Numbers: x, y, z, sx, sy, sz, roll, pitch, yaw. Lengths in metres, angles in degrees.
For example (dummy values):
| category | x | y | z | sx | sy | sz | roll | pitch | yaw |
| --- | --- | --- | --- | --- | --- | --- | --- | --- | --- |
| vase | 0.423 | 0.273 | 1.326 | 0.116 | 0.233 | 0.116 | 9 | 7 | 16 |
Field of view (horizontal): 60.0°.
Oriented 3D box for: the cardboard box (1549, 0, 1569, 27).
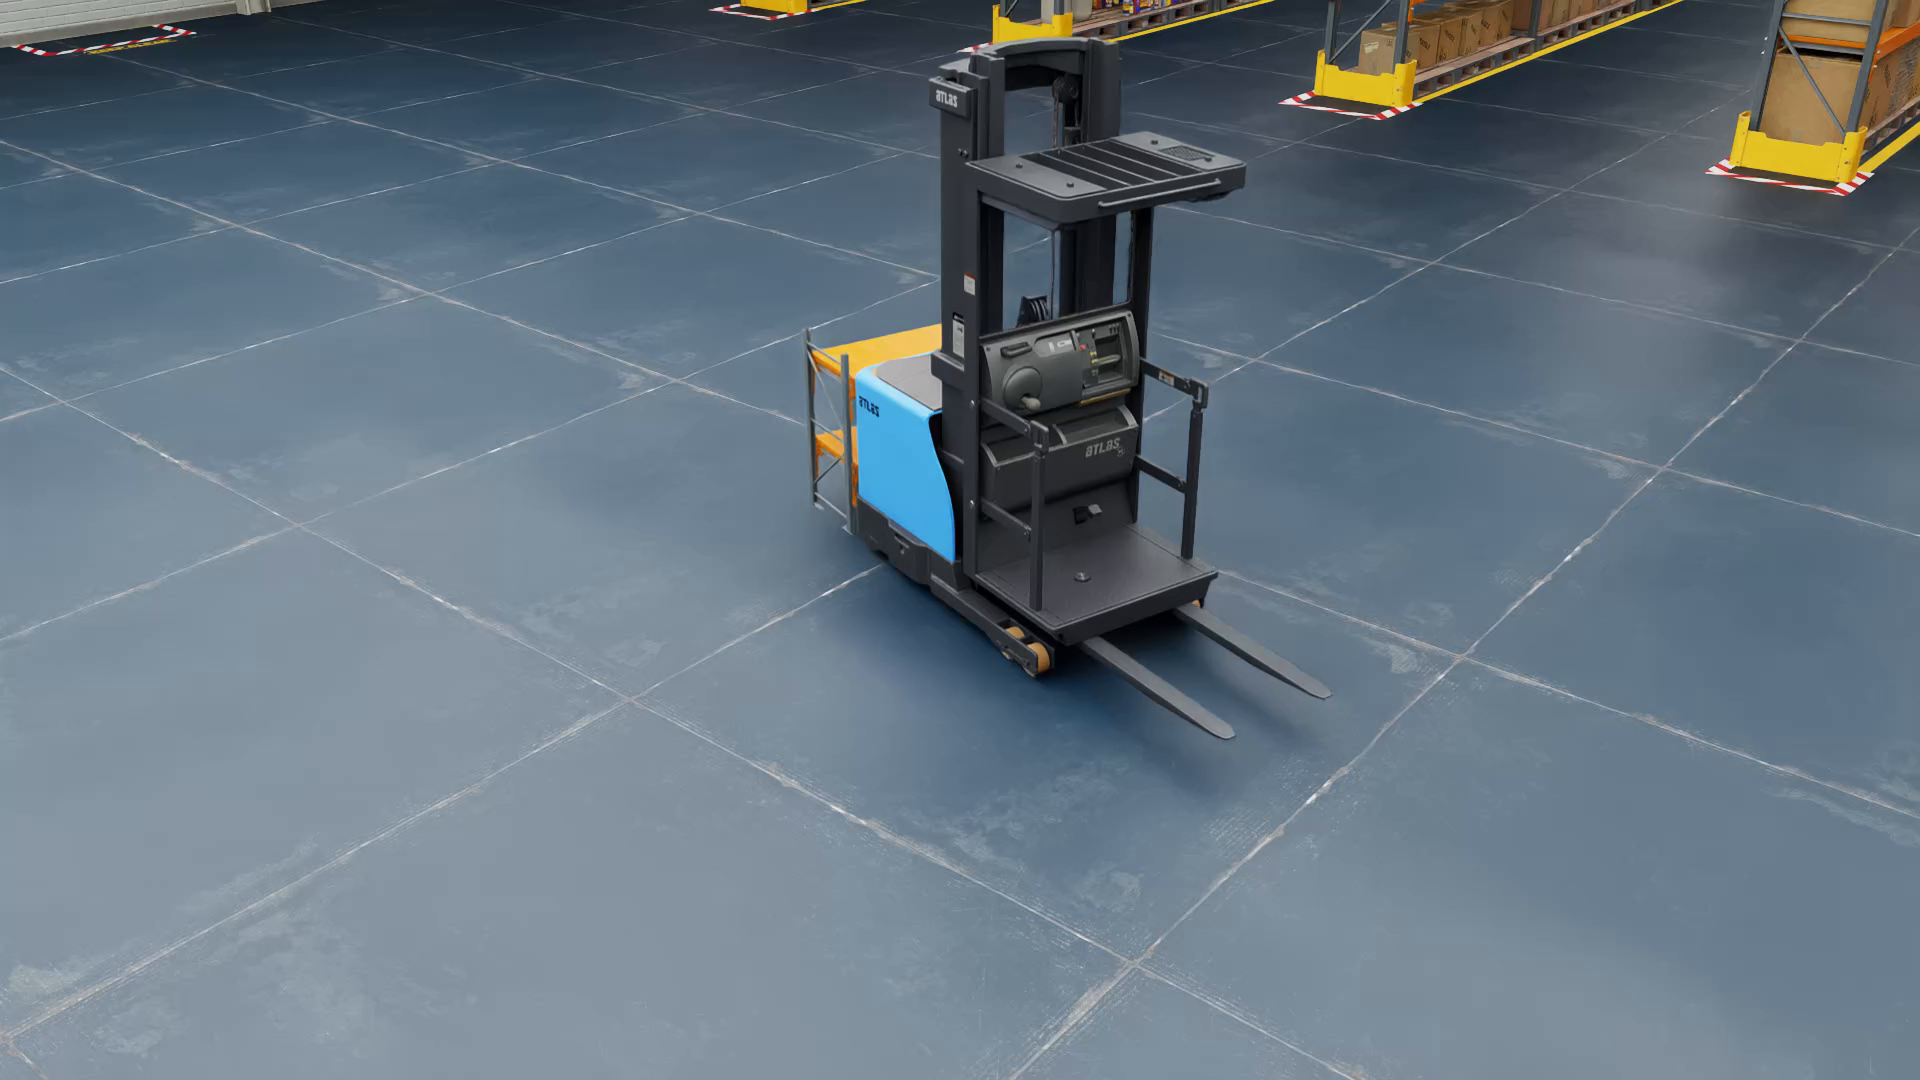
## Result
| category | x | y | z | sx | sy | sz | roll | pitch | yaw |
| --- | --- | --- | --- | --- | --- | --- | --- | --- | --- |
| cardboard box | 8.066 | -7.502 | 23.229 | 0.700 | 0.500 | 0.500 | 21 | 34 | 34 |

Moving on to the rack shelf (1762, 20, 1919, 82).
| category | x | y | z | sx | sy | sz | roll | pitch | yaw |
| --- | --- | --- | --- | --- | --- | --- | --- | --- | --- |
| rack shelf | 9.832 | -5.528 | 17.954 | 1.077 | 0.370 | 4.000 | 21 | 34 | 34 |

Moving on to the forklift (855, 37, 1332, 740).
| category | x | y | z | sx | sy | sz | roll | pitch | yaw |
| --- | --- | --- | --- | --- | --- | --- | --- | --- | --- |
| forklift | 0.639 | -0.864 | 8.230 | 1.130 | 2.935 | 3.031 | -17 | 32 | -30 |

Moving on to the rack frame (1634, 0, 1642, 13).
| category | x | y | z | sx | sy | sz | roll | pitch | yaw |
| --- | --- | --- | --- | --- | --- | --- | --- | --- | --- |
| rack frame | 9.885 | -9.460 | 24.773 | 1.000 | 3.000 | 0.127 | 21 | 34 | 34 |

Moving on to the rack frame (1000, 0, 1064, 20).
| category | x | y | z | sx | sy | sz | roll | pitch | yaw |
| --- | --- | --- | --- | --- | --- | --- | --- | --- | --- |
| rack frame | 0.975 | -8.072 | 22.088 | 1.000 | 3.000 | 0.127 | 21 | 34 | 34 |

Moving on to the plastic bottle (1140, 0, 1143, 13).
| category | x | y | z | sx | sy | sz | roll | pitch | yaw |
| --- | --- | --- | --- | --- | --- | --- | --- | --- | --- |
| plastic bottle | 2.586 | -7.728 | 23.915 | 0.097 | 0.271 | 0.097 | 0 | 27 | 0 |

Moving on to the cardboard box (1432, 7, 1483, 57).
| category | x | y | z | sx | sy | sz | roll | pitch | yaw |
| --- | --- | --- | --- | --- | --- | --- | --- | --- | --- |
| cardboard box | 6.363 | -6.540 | 21.391 | 0.500 | 0.500 | 0.500 | 17 | 32 | 30 |

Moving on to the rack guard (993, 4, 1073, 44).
| category | x | y | z | sx | sy | sz | roll | pitch | yaw |
| --- | --- | --- | --- | --- | --- | --- | --- | --- | --- |
| rack guard | 0.987 | -7.002 | 22.741 | 1.175 | 0.500 | 0.348 | 21 | 34 | 34 |

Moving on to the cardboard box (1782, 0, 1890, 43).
| category | x | y | z | sx | sy | sz | roll | pitch | yaw |
| --- | --- | --- | --- | --- | --- | --- | --- | --- | --- |
| cardboard box | 8.761 | -5.350 | 16.664 | 0.875 | 0.550 | 0.550 | 21 | 34 | 34 |

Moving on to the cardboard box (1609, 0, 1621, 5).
| category | x | y | z | sx | sy | sz | roll | pitch | yaw |
| --- | --- | --- | --- | --- | --- | --- | --- | --- | --- |
| cardboard box | 9.474 | -8.302 | 24.775 | 0.700 | 0.500 | 0.500 | 19 | 33 | 32 |

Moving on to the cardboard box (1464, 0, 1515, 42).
| category | x | y | z | sx | sy | sz | roll | pitch | yaw |
| --- | --- | --- | --- | --- | --- | --- | --- | --- | --- |
| cardboard box | 7.056 | -6.988 | 22.258 | 0.500 | 0.500 | 0.500 | 20 | 33 | 33 |

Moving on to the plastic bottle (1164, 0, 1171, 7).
| category | x | y | z | sx | sy | sz | roll | pitch | yaw |
| --- | --- | --- | --- | --- | --- | --- | --- | --- | --- |
| plastic bottle | 3.004 | -8.013 | 24.380 | 0.144 | 0.351 | 0.185 | 21 | 34 | 34 |

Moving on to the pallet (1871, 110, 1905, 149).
| category | x | y | z | sx | sy | sz | roll | pitch | yaw |
| --- | --- | --- | --- | --- | --- | --- | --- | --- | --- |
| pallet | 9.784 | -4.637 | 18.484 | 1.003 | 0.211 | 1.213 | 21 | 34 | 34 |

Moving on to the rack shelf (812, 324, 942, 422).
| category | x | y | z | sx | sy | sz | roll | pitch | yaw |
| --- | --- | --- | --- | --- | --- | --- | --- | --- | --- |
| rack shelf | -0.340 | -1.018 | 9.857 | 1.000 | 0.278 | 0.538 | -16 | 32 | -29 |

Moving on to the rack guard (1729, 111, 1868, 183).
| category | x | y | z | sx | sy | sz | roll | pitch | yaw |
| --- | --- | --- | --- | --- | --- | --- | --- | --- | --- |
| rack guard | 8.544 | -4.020 | 16.976 | 1.175 | 0.500 | 0.348 | 21 | 34 | 34 |

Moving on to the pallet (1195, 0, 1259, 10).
| category | x | y | z | sx | sy | sz | roll | pitch | yaw |
| --- | --- | --- | --- | --- | --- | --- | --- | --- | --- |
| pallet | 3.988 | -8.541 | 26.030 | 1.003 | 0.211 | 1.213 | 21 | 34 | 34 |

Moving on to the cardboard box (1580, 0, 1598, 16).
| category | x | y | z | sx | sy | sz | roll | pitch | yaw |
| --- | --- | --- | --- | --- | --- | --- | --- | --- | --- |
| cardboard box | 8.776 | -7.899 | 23.996 | 0.700 | 0.500 | 0.500 | 24 | 36 | 38 |

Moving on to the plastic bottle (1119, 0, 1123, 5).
| category | x | y | z | sx | sy | sz | roll | pitch | yaw |
| --- | --- | --- | --- | --- | --- | --- | --- | --- | --- |
| plastic bottle | 2.425 | -8.058 | 24.548 | 0.152 | 0.276 | 0.135 | 21 | 34 | 34 |

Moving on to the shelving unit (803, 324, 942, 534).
| category | x | y | z | sx | sy | sz | roll | pitch | yaw |
| --- | --- | --- | --- | --- | --- | --- | --- | --- | --- |
| shelving unit | -0.340 | -0.758 | 9.991 | 1.048 | 1.125 | 0.538 | -16 | 32 | -29 |

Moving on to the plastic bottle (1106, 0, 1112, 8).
| category | x | y | z | sx | sy | sz | roll | pitch | yaw |
| --- | --- | --- | --- | --- | --- | --- | --- | --- | --- |
| plastic bottle | 2.182 | -7.904 | 24.331 | 0.097 | 0.201 | 0.097 | 0 | 27 | 0 |

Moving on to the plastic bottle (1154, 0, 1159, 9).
| category | x | y | z | sx | sy | sz | roll | pitch | yaw |
| --- | --- | --- | --- | --- | --- | --- | --- | --- | --- |
| plastic bottle | 2.844 | -7.841 | 24.209 | 0.097 | 0.201 | 0.097 | 0 | 27 | 0 |

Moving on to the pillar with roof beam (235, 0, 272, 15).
| category | x | y | z | sx | sy | sz | roll | pitch | yaw |
| --- | --- | --- | --- | --- | --- | --- | --- | --- | --- |
| pillar with roof beam | -7.387 | -10.747 | 20.731 | 9.100 | 9.000 | 0.400 | 21 | 34 | 34 |

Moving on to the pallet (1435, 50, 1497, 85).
| category | x | y | z | sx | sy | sz | roll | pitch | yaw |
| --- | --- | --- | --- | --- | --- | --- | --- | --- | --- |
| pallet | 6.165 | -6.121 | 21.352 | 1.003 | 0.211 | 1.213 | 21 | 34 | 34 |

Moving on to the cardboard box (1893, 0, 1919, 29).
| category | x | y | z | sx | sy | sz | roll | pitch | yaw |
| --- | --- | --- | --- | --- | --- | --- | --- | --- | --- |
| cardboard box | 9.547 | -5.713 | 17.366 | 0.875 | 0.550 | 0.550 | 21 | 34 | 34 |

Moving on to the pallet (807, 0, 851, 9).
| category | x | y | z | sx | sy | sz | roll | pitch | yaw |
| --- | --- | --- | --- | --- | --- | --- | --- | --- | --- |
| pallet | -2.391 | -8.565 | 26.077 | 1.003 | 0.211 | 1.213 | 21 | 34 | 34 |

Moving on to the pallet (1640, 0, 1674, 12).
| category | x | y | z | sx | sy | sz | roll | pitch | yaw |
| --- | --- | --- | --- | --- | --- | --- | --- | --- | --- |
| pallet | 10.445 | -8.479 | 25.911 | 1.003 | 0.211 | 1.213 | 21 | 34 | 34 |

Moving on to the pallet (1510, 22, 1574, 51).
| category | x | y | z | sx | sy | sz | roll | pitch | yaw |
| --- | --- | --- | --- | --- | --- | --- | --- | --- | --- |
| pallet | 7.835 | -7.080 | 23.206 | 1.003 | 0.211 | 1.213 | 21 | 34 | 34 |

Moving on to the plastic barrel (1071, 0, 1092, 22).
| category | x | y | z | sx | sy | sz | roll | pitch | yaw |
| --- | --- | --- | --- | --- | --- | --- | --- | --- | --- |
| plastic barrel | 1.653 | -7.586 | 23.401 | 0.421 | 0.512 | 0.421 | 0 | 27 | 0 |

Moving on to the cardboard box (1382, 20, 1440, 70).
| category | x | y | z | sx | sy | sz | roll | pitch | yaw |
| --- | --- | --- | --- | --- | --- | --- | --- | --- | --- |
| cardboard box | 5.560 | -6.139 | 20.615 | 0.500 | 0.500 | 0.500 | -18 | 32 | -31 |

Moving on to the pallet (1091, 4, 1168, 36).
| category | x | y | z | sx | sy | sz | roll | pitch | yaw |
| --- | --- | --- | --- | --- | --- | --- | --- | --- | --- |
| pallet | 2.284 | -7.591 | 24.193 | 1.003 | 0.211 | 1.213 | 21 | 34 | 34 |

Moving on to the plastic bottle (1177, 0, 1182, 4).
| category | x | y | z | sx | sy | sz | roll | pitch | yaw |
| --- | --- | --- | --- | --- | --- | --- | --- | --- | --- |
| plastic bottle | 3.210 | -8.128 | 24.601 | 0.144 | 0.351 | 0.185 | 19 | 33 | 32 |

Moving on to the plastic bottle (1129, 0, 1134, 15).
| category | x | y | z | sx | sy | sz | roll | pitch | yaw |
| --- | --- | --- | --- | --- | --- | --- | --- | --- | --- |
| plastic bottle | 2.434 | -7.612 | 23.767 | 0.097 | 0.201 | 0.097 | 0 | 27 | 0 |

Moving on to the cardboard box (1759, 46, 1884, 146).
| category | x | y | z | sx | sy | sz | roll | pitch | yaw |
| --- | --- | --- | --- | --- | --- | --- | --- | --- | --- |
| cardboard box | 8.940 | -4.641 | 17.312 | 0.875 | 0.875 | 0.875 | 21 | 34 | 35 |

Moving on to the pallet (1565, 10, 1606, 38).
| category | x | y | z | sx | sy | sz | roll | pitch | yaw |
| --- | --- | --- | --- | --- | --- | --- | --- | --- | --- |
| pallet | 8.611 | -7.515 | 24.046 | 1.003 | 0.211 | 1.213 | 21 | 34 | 34 |

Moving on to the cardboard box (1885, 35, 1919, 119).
| category | x | y | z | sx | sy | sz | roll | pitch | yaw |
| --- | --- | --- | --- | --- | --- | --- | --- | --- | --- |
| cardboard box | 10.079 | -5.276 | 18.540 | 0.875 | 0.875 | 0.875 | 21 | 34 | 35 |

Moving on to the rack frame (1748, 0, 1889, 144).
| category | x | y | z | sx | sy | sz | roll | pitch | yaw |
| --- | --- | --- | --- | --- | --- | --- | --- | --- | --- |
| rack frame | 8.560 | -5.139 | 16.418 | 1.000 | 3.000 | 0.127 | 21 | 34 | 34 |

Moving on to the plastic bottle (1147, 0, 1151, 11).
| category | x | y | z | sx | sy | sz | roll | pitch | yaw |
| --- | --- | --- | --- | --- | --- | --- | --- | --- | --- |
| plastic bottle | 2.713 | -7.768 | 24.068 | 0.097 | 0.201 | 0.097 | 0 | 27 | 0 |
